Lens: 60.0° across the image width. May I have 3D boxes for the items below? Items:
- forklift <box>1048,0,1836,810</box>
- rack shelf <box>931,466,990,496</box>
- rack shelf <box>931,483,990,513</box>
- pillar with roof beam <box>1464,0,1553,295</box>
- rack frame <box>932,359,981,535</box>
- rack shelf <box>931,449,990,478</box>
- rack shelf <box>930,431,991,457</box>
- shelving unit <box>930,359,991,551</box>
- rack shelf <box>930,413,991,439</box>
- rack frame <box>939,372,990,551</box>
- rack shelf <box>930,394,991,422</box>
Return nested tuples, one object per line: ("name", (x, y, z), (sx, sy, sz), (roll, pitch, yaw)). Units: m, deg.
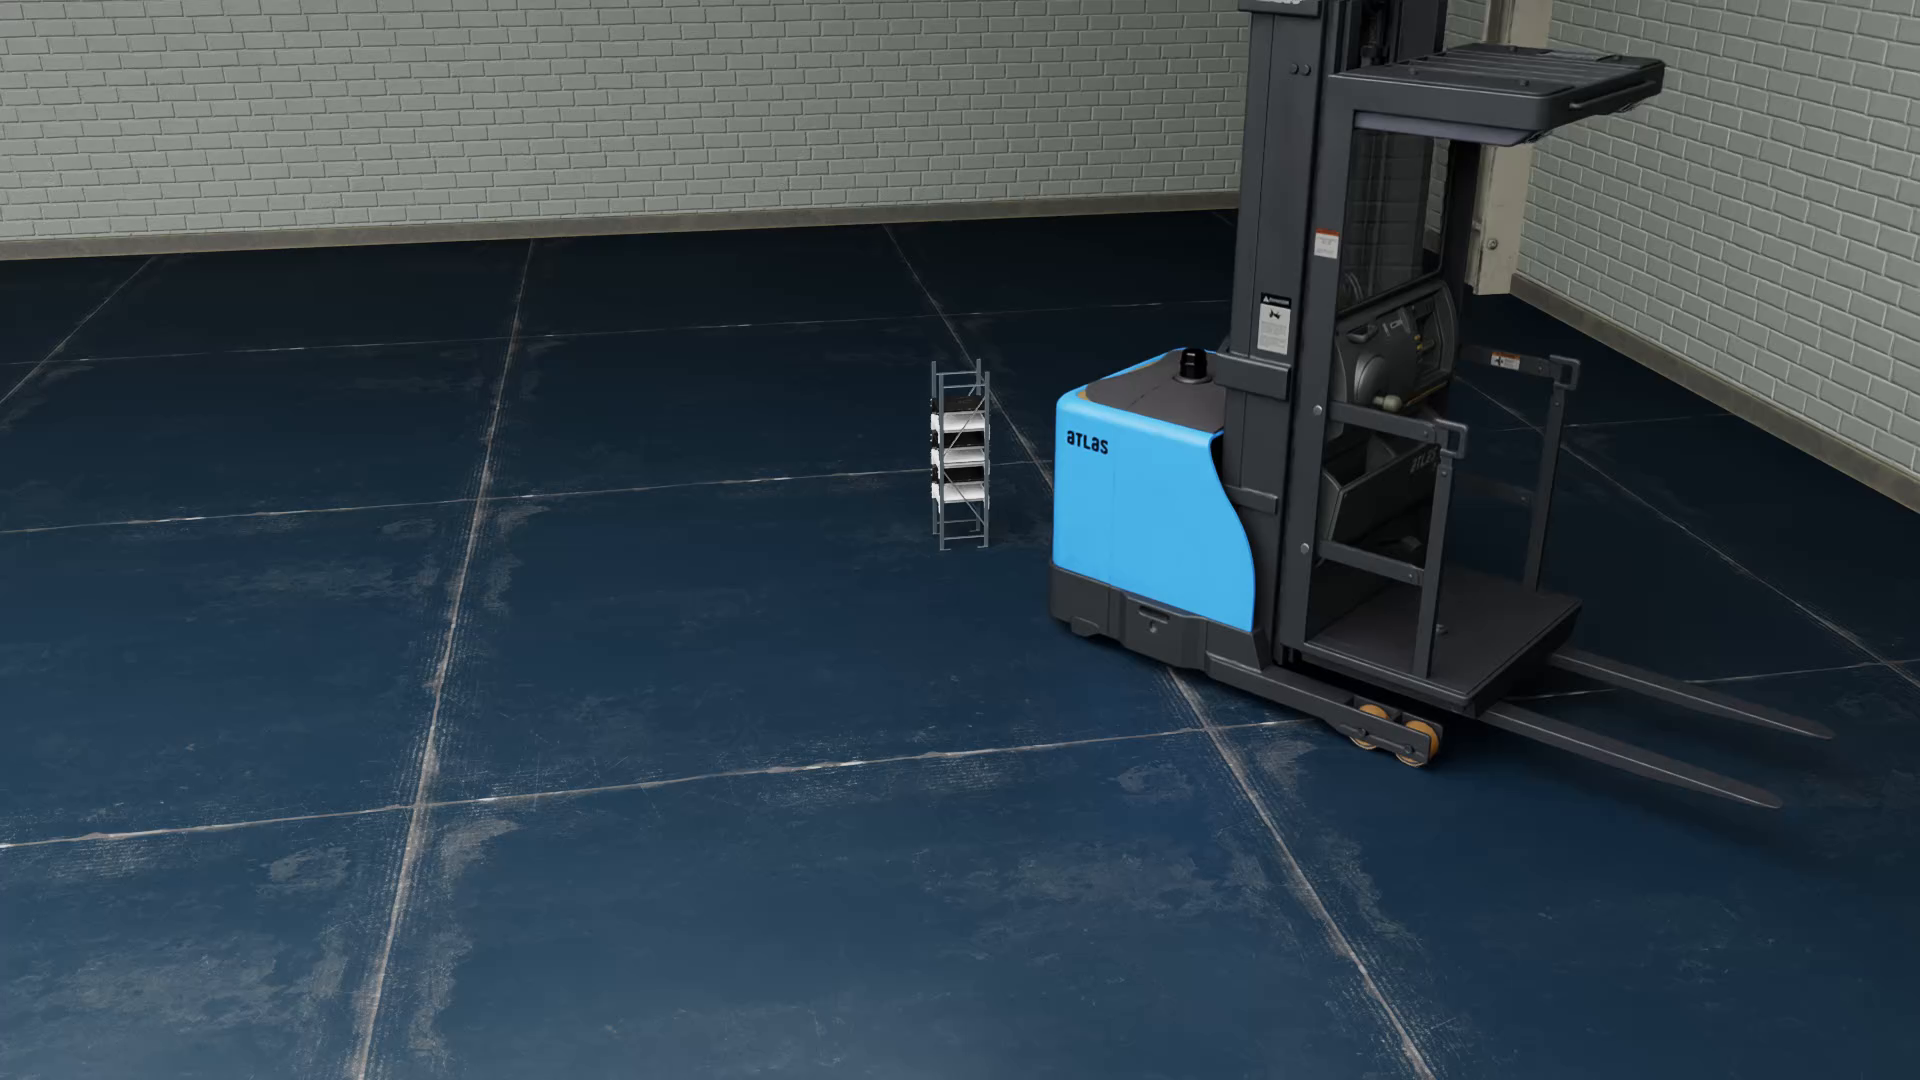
("forklift", (1.836, -0.726, 6.251), (3.031, 2.935, 1.130), (19, 30, 37))
("rack shelf", (0.001, -0.296, 8.112), (0.258, 0.077, 0.200), (-4, 24, -10))
("rack shelf", (0.001, -0.214, 8.148), (0.258, 0.077, 0.200), (-4, 24, -10))
("pillar with roof beam", (-0.253, -5.730, 10.127), (9.100, 9.000, 0.400), (-4, 24, -10))
("rack frame", (-0.017, -0.449, 8.154), (0.240, 0.900, 0.006), (-4, 24, -10))
("rack shelf", (0.001, -0.379, 8.076), (0.258, 0.077, 0.200), (-4, 24, -10))
("rack shelf", (0.001, -0.461, 8.040), (0.258, 0.077, 0.200), (-4, 24, -10))
("shelving unit", (0.001, -0.409, 8.063), (0.258, 0.900, 0.210), (-4, 24, -10))
("rack shelf", (0.001, -0.544, 8.004), (0.258, 0.077, 0.200), (-4, 24, -10))
("rack frame", (0.020, -0.369, 7.971), (0.240, 0.900, 0.006), (-4, 24, -10))
("rack shelf", (0.001, -0.626, 7.968), (0.258, 0.077, 0.200), (-4, 24, -10))
